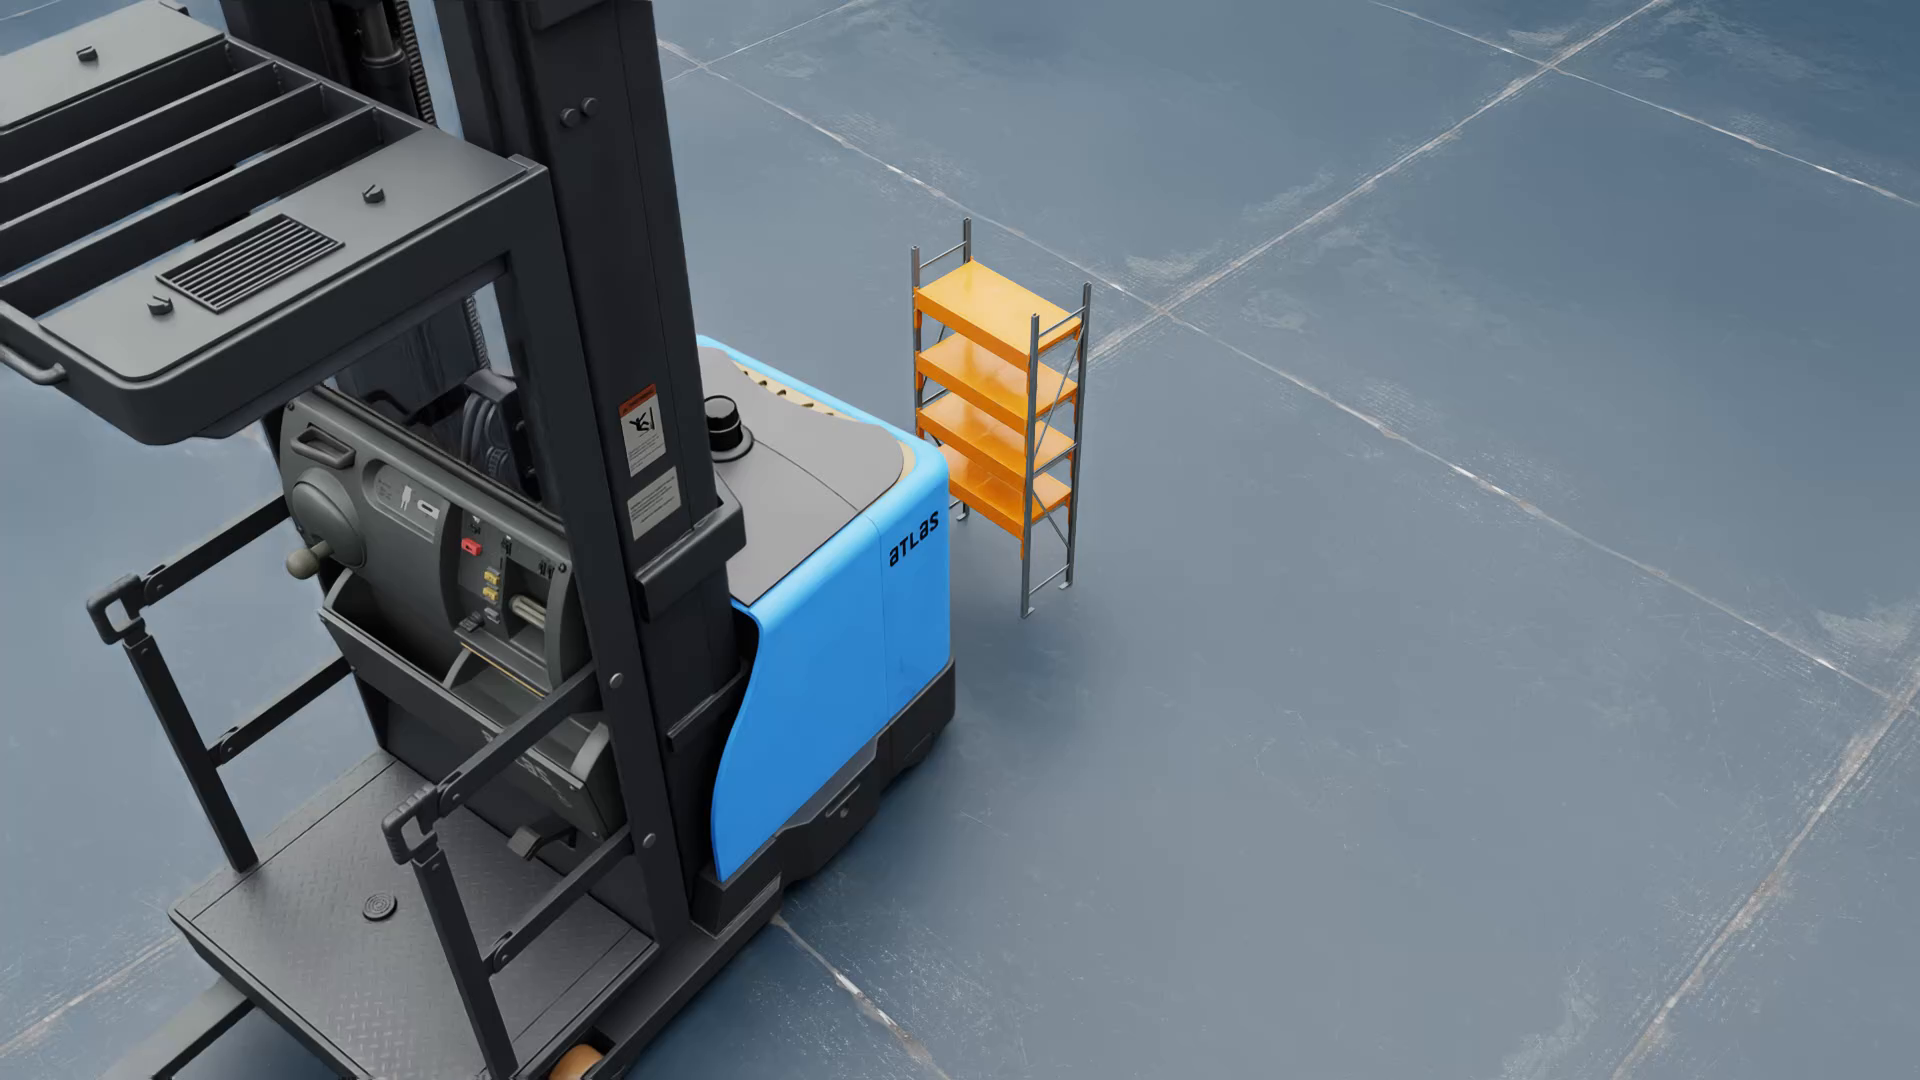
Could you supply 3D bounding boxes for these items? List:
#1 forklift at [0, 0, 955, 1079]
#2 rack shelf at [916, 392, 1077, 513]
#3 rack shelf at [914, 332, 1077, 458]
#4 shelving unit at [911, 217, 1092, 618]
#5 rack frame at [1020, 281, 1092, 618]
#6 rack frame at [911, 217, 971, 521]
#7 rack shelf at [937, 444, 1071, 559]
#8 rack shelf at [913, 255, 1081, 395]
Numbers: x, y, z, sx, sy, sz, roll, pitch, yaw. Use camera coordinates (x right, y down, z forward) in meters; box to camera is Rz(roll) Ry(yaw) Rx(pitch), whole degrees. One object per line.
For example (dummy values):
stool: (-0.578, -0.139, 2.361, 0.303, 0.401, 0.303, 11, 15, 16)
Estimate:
forklift: (-1.299, 0.084, 3.500, 1.130, 2.935, 3.031, 27, 49, 26)
rack shelf: (0.117, -0.312, 5.302, 0.258, 0.148, 0.480, -34, 53, -31)
rack shelf: (0.117, -0.476, 5.151, 0.258, 0.148, 0.480, -34, 53, -31)
shelving unit: (0.117, -0.361, 5.257, 0.258, 1.200, 0.503, -34, 53, -31)
rack frame: (0.289, -0.244, 5.130, 0.240, 1.200, 0.015, -34, 53, -31)
rack frame: (-0.055, -0.478, 5.384, 0.240, 1.200, 0.015, -34, 53, -31)
rack shelf: (0.117, -0.166, 5.437, 0.258, 0.148, 0.480, -34, 53, -31)
rack shelf: (0.117, -0.650, 4.990, 0.258, 0.148, 0.480, -34, 53, -31)
